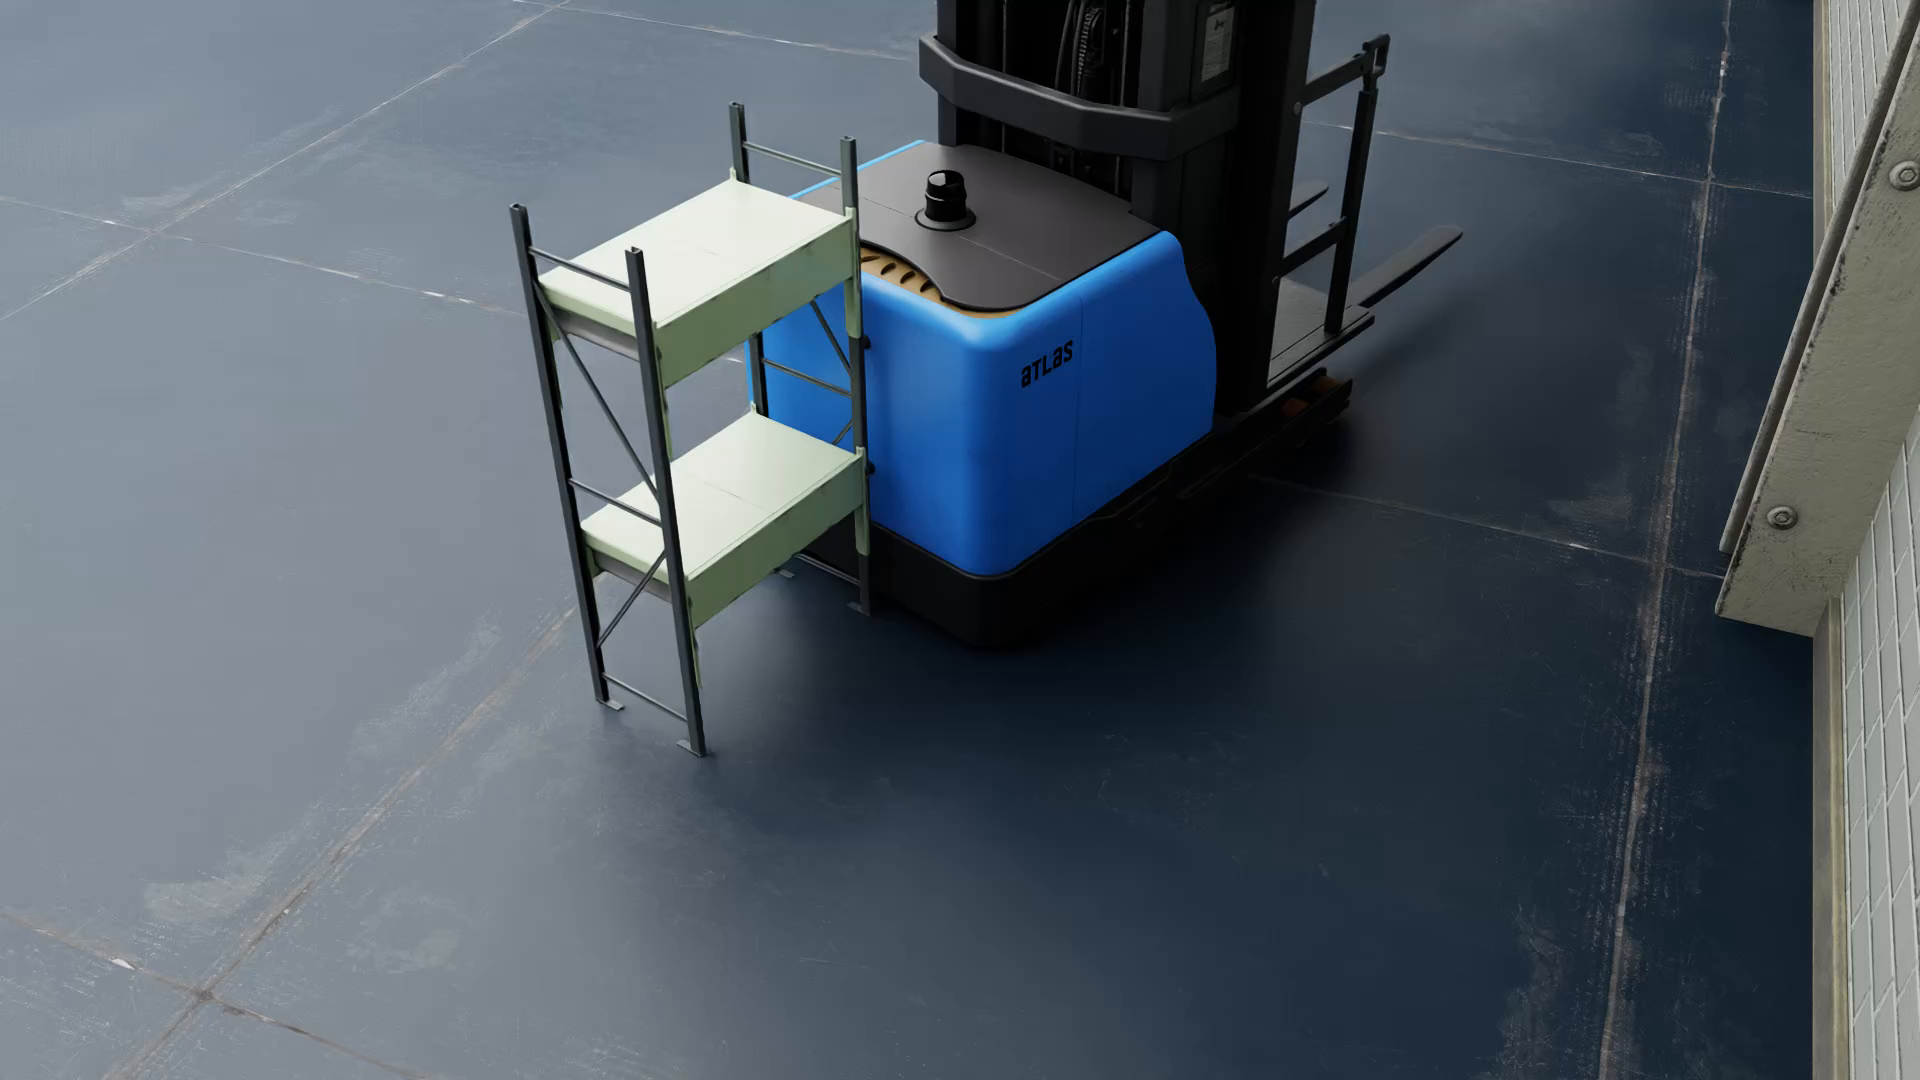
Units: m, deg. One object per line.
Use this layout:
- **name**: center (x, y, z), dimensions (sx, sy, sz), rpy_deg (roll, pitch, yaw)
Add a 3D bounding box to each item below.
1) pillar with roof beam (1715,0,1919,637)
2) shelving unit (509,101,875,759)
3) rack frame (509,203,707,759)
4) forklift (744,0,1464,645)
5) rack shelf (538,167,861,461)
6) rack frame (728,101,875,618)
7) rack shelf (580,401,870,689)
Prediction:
- **pillar with roof beam**: center (-1.515, -4.437, 3.670), dimensions (9.100, 9.000, 0.400), rpy_deg (14, 39, 18)
- **shelving unit**: center (-0.637, -0.267, 4.354), dimensions (0.431, 1.500, 0.755), rpy_deg (23, 43, 28)
- **rack frame**: center (-0.851, -0.089, 4.116), dimensions (0.400, 1.500, 0.023), rpy_deg (23, 43, 28)
- **forklift**: center (0.709, -1.673, 5.040), dimensions (1.130, 2.935, 3.031), rpy_deg (28, 45, 32)
- **rack shelf**: center (-0.637, -0.579, 4.120), dimensions (0.431, 0.370, 0.720), rpy_deg (23, 43, 28)
- **rack frame**: center (-0.422, -0.444, 4.592), dimensions (0.400, 1.500, 0.023), rpy_deg (23, 43, 28)
- **rack shelf**: center (-0.637, -0.005, 4.549), dimensions (0.431, 0.370, 0.720), rpy_deg (23, 43, 28)
